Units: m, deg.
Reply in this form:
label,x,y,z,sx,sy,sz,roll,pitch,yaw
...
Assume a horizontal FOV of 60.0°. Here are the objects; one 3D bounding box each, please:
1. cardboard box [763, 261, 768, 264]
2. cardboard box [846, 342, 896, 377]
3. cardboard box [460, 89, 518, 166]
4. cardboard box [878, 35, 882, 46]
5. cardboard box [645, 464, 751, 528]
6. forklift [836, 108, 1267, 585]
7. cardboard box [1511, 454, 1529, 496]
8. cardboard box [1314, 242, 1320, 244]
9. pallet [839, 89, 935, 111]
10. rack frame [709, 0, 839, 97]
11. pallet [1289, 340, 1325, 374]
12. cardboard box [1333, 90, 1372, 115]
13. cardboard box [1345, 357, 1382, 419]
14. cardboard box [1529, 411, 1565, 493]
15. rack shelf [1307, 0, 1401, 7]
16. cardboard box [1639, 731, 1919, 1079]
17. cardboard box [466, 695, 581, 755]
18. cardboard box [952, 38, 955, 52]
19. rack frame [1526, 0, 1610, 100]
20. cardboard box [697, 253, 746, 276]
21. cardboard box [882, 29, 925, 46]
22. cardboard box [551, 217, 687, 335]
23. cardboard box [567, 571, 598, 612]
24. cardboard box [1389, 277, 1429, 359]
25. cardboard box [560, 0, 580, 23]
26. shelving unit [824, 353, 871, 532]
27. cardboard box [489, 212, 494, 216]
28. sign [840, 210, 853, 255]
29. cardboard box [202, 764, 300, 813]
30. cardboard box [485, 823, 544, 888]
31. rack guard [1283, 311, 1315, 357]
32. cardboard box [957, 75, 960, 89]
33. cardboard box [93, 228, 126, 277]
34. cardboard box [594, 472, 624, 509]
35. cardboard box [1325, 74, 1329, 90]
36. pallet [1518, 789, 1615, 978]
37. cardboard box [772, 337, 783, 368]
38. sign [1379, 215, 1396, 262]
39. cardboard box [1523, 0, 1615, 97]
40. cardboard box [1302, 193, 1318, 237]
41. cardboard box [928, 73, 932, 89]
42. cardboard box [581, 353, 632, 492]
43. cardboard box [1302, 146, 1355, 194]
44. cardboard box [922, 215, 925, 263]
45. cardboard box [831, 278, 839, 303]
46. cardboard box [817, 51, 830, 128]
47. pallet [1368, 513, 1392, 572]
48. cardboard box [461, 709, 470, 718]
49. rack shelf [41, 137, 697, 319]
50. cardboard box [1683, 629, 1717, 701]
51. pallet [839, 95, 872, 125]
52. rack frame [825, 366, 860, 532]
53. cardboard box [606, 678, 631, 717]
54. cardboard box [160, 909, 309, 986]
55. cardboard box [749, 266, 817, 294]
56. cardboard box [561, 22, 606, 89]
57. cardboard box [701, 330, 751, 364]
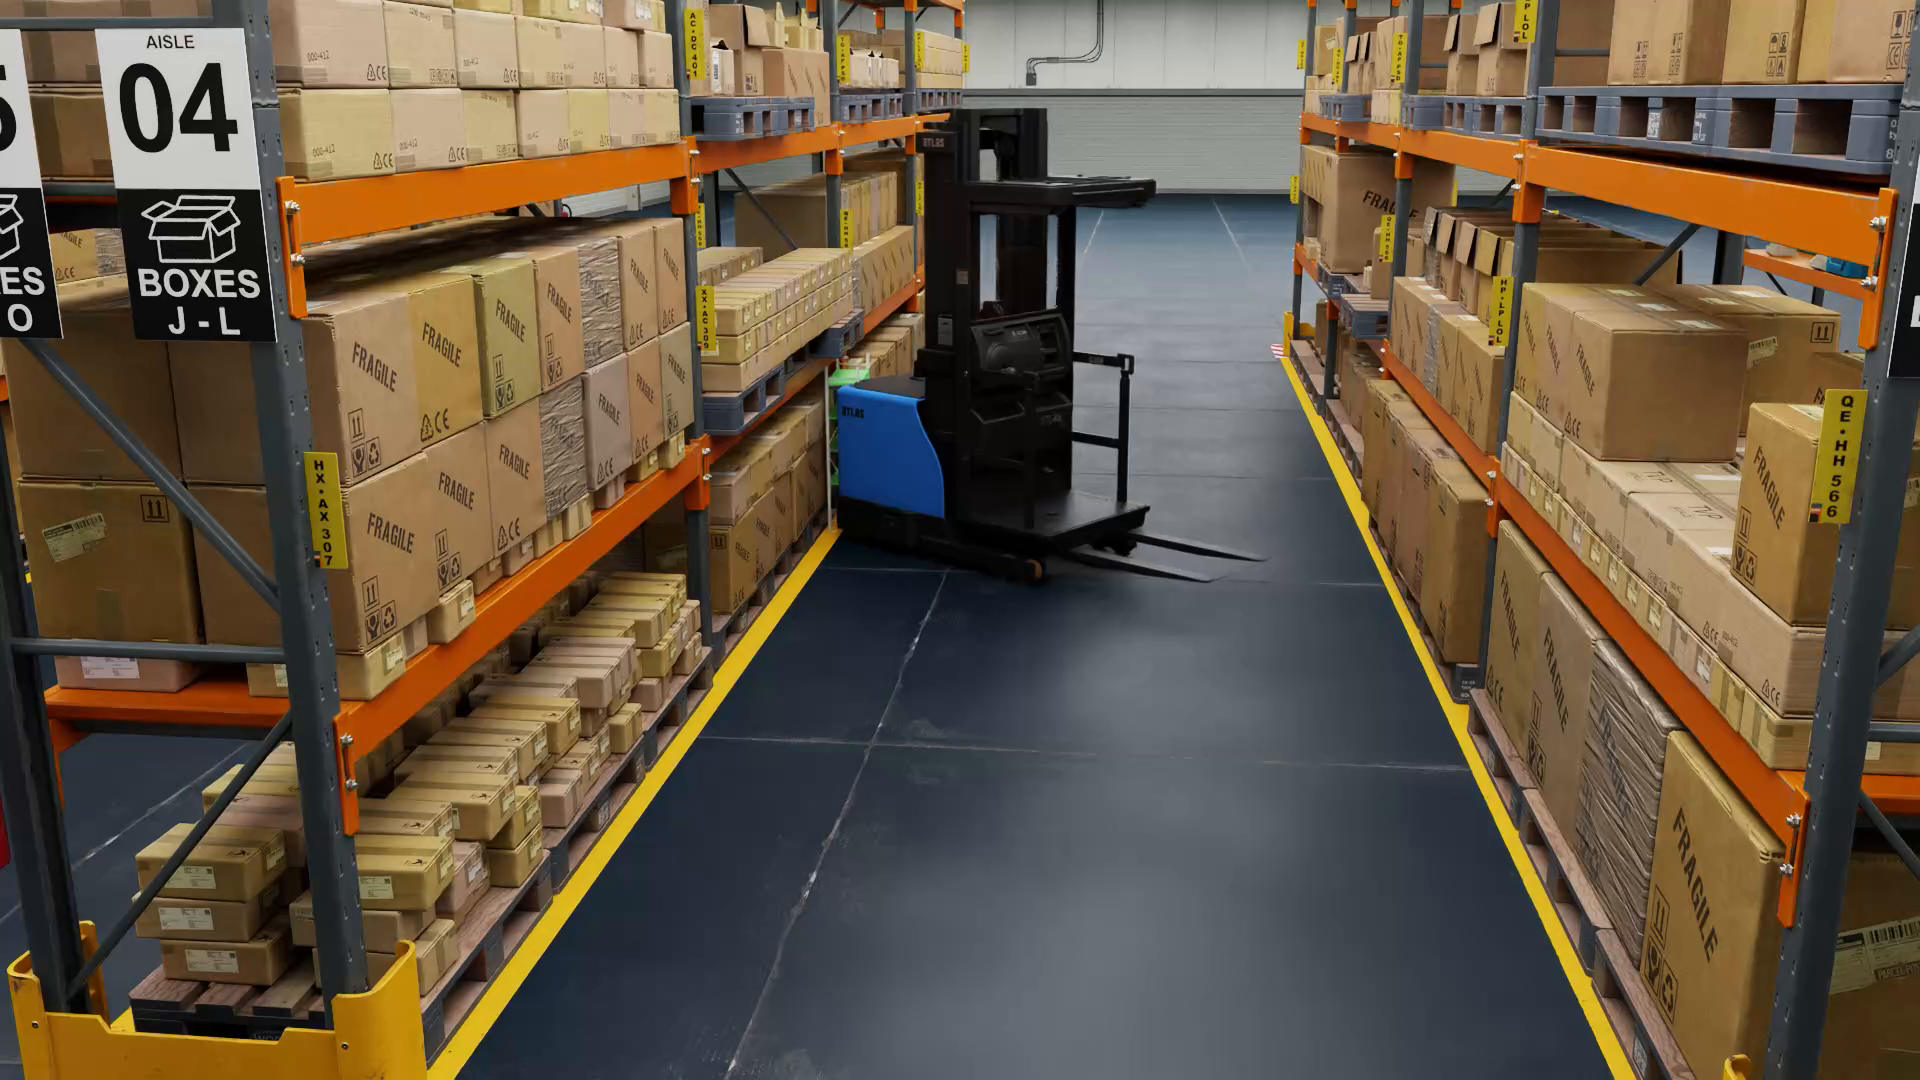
label,x,y,z,sx,sy,sz,roll,pitch,yaw
cardboard box,-1.590,-1.925,12.843,0.500,0.500,0.500,2,15,6
cardboard box,-1.121,-1.251,14.047,1.050,0.750,0.750,2,15,7
cardboard box,-1.863,-1.432,5.752,0.500,0.250,0.500,1,15,4
cardboard box,-1.028,-5.250,17.543,0.380,0.149,0.250,2,15,7
cardboard box,-1.480,-0.256,9.412,0.500,0.250,0.500,1,15,4
forklift,0.567,-1.280,10.779,3.031,2.935,1.130,13,20,40
cardboard box,2.698,-0.286,7.454,0.380,0.149,0.250,1,15,4
cardboard box,4.042,-3.142,18.017,0.380,0.149,0.250,2,15,6
pallet,-0.820,-4.407,16.635,1.003,0.211,1.213,2,15,6
rack frame,-1.374,-4.648,11.612,1.000,3.000,0.127,2,15,6
pallet,4.310,-2.079,18.947,1.003,0.211,1.213,2,15,6
cardboard box,3.786,-4.119,15.688,0.500,0.250,0.500,2,15,8
cardboard box,3.831,-1.341,14.821,0.700,0.500,0.500,2,15,6
cardboard box,2.717,-0.370,7.003,0.500,0.250,0.500,2,15,6
rack shelf,4.219,-5.683,16.824,1.077,0.370,4.000,2,15,6
cardboard box,2.632,1.150,4.929,0.875,0.875,0.875,2,15,6
cardboard box,-1.752,0.741,6.691,0.380,0.149,0.250,2,15,7
cardboard box,-0.259,-5.494,18.444,0.380,0.149,0.250,2,15,7
rack frame,3.091,-3.438,7.138,1.000,3.000,0.127,2,15,6
cardboard box,-1.679,-1.873,11.380,0.380,0.149,0.250,2,15,6
cardboard box,-0.544,-4.836,16.013,0.380,0.149,0.250,2,15,7
cardboard box,-1.610,-1.259,7.895,0.500,0.500,0.500,1,15,4
cardboard box,-2.071,0.255,8.490,0.380,0.149,0.250,2,15,9
cardboard box,3.217,-1.510,11.308,0.500,0.500,0.500,2,15,8
cardboard box,-1.710,-2.099,6.496,0.380,0.149,0.250,2,15,6
shelving unit,-0.796,-0.702,11.915,0.258,1.200,0.503,2,18,5
cardboard box,-5.386,-3.599,18.465,0.500,0.500,0.500,2,15,7
sign,-0.834,-2.259,12.204,0.100,0.325,0.005,2,15,6
cardboard box,-2.481,0.930,5.994,0.380,0.149,0.250,1,15,5
cardboard box,-1.793,1.172,6.239,0.380,0.149,0.250,2,15,7
rack guard,4.437,-2.428,19.684,1.175,0.500,0.348,2,15,6
cardboard box,-0.202,-5.243,19.044,0.380,0.149,0.250,2,15,7
cardboard box,-6.152,-2.127,11.676,0.500,0.500,0.500,2,15,7
cardboard box,-1.690,-0.237,7.274,0.380,0.149,0.250,1,15,4
cardboard box,3.887,-4.620,16.778,0.380,0.149,0.250,2,15,9
pallet,2.792,1.316,6.391,1.003,0.211,1.213,2,15,6
cardboard box,-1.237,-1.087,9.610,0.380,0.149,0.250,2,15,7
sign,3.002,-2.114,11.667,0.100,0.325,0.005,2,15,6
cardboard box,3.147,-2.392,8.019,0.700,0.500,0.500,2,15,8
cardboard box,4.356,-3.705,18.855,0.875,0.500,0.500,2,15,6
cardboard box,-0.487,-4.583,16.605,0.380,0.149,0.250,2,15,6
cardboard box,-1.717,-0.509,7.037,0.500,0.500,0.500,2,15,6
cardboard box,4.049,-4.065,18.272,0.500,0.500,0.500,2,15,6
cardboard box,-0.676,-3.238,17.602,0.875,0.550,0.550,2,15,6
cardboard box,-1.033,-1.698,11.302,0.380,0.149,0.250,2,15,8
cardboard box,-1.186,-3.093,11.415,0.500,0.500,0.500,2,15,6
pallet,3.379,-0.031,11.374,1.003,0.211,1.213,2,15,6
cardboard box,-2.295,0.737,7.279,0.380,0.149,0.250,2,15,6
rack shelf,-2.051,-1.297,6.342,1.077,0.370,4.000,2,15,6
cardboard box,2.410,0.382,4.986,0.380,0.149,0.250,2,15,6
pallet,-1.355,-3.277,12.651,1.213,0.211,1.003,2,15,9
rack frame,-0.818,-0.628,11.683,0.240,1.200,0.015,2,18,5
cardboard box,-1.711,0.676,7.504,0.380,0.149,0.250,2,15,8
cardboard box,-2.425,1.354,5.566,0.380,0.149,0.250,2,15,7
cardboard box,-1.122,-1.645,10.535,0.380,0.149,0.250,2,15,9
cardboard box,-1.750,-1.934,6.652,0.500,0.250,0.500,2,15,9
cardboard box,-1.324,-1.028,8.825,0.380,0.149,0.250,2,15,7
